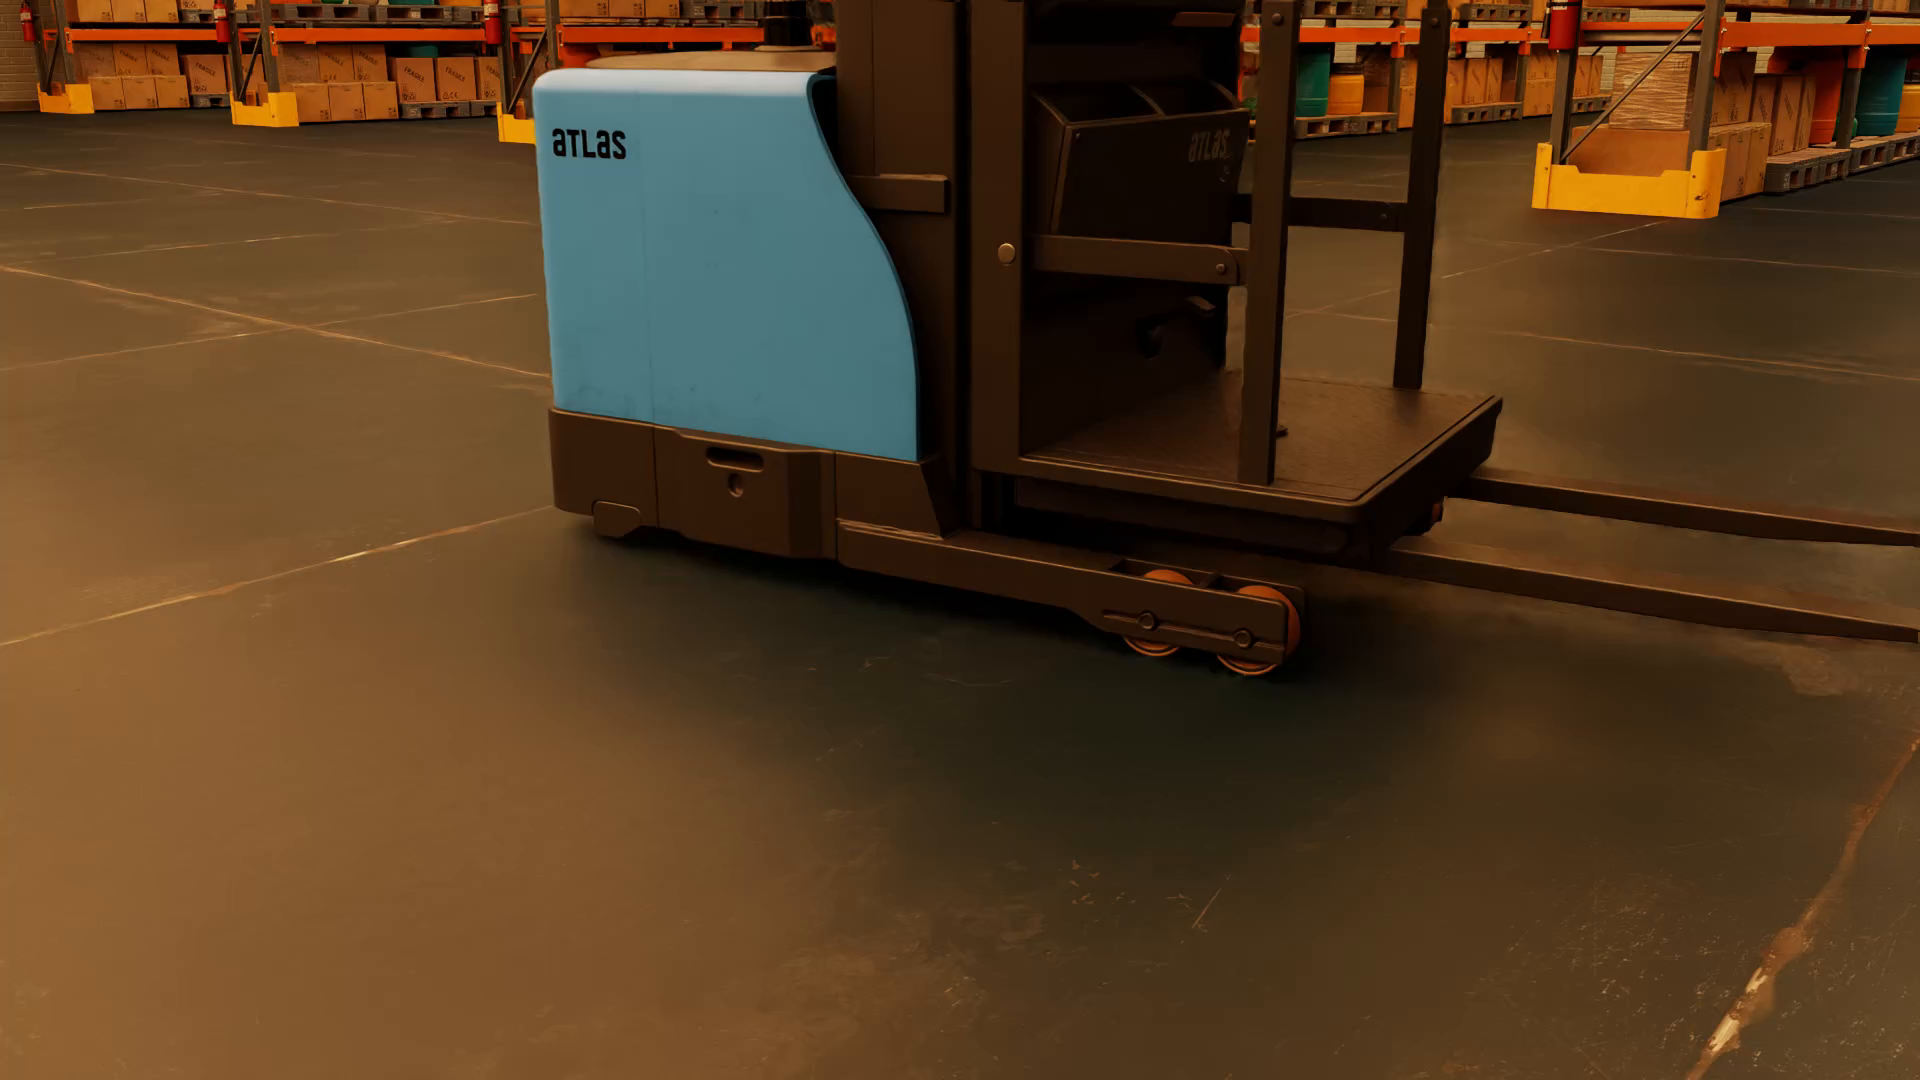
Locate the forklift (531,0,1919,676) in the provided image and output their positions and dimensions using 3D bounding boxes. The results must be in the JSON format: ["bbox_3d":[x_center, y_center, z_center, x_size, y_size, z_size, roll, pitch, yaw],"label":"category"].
[{"bbox_3d":[0.561,-1.325,3.261,3.031,2.935,1.130,10,19,29],"label":"forklift"}]
